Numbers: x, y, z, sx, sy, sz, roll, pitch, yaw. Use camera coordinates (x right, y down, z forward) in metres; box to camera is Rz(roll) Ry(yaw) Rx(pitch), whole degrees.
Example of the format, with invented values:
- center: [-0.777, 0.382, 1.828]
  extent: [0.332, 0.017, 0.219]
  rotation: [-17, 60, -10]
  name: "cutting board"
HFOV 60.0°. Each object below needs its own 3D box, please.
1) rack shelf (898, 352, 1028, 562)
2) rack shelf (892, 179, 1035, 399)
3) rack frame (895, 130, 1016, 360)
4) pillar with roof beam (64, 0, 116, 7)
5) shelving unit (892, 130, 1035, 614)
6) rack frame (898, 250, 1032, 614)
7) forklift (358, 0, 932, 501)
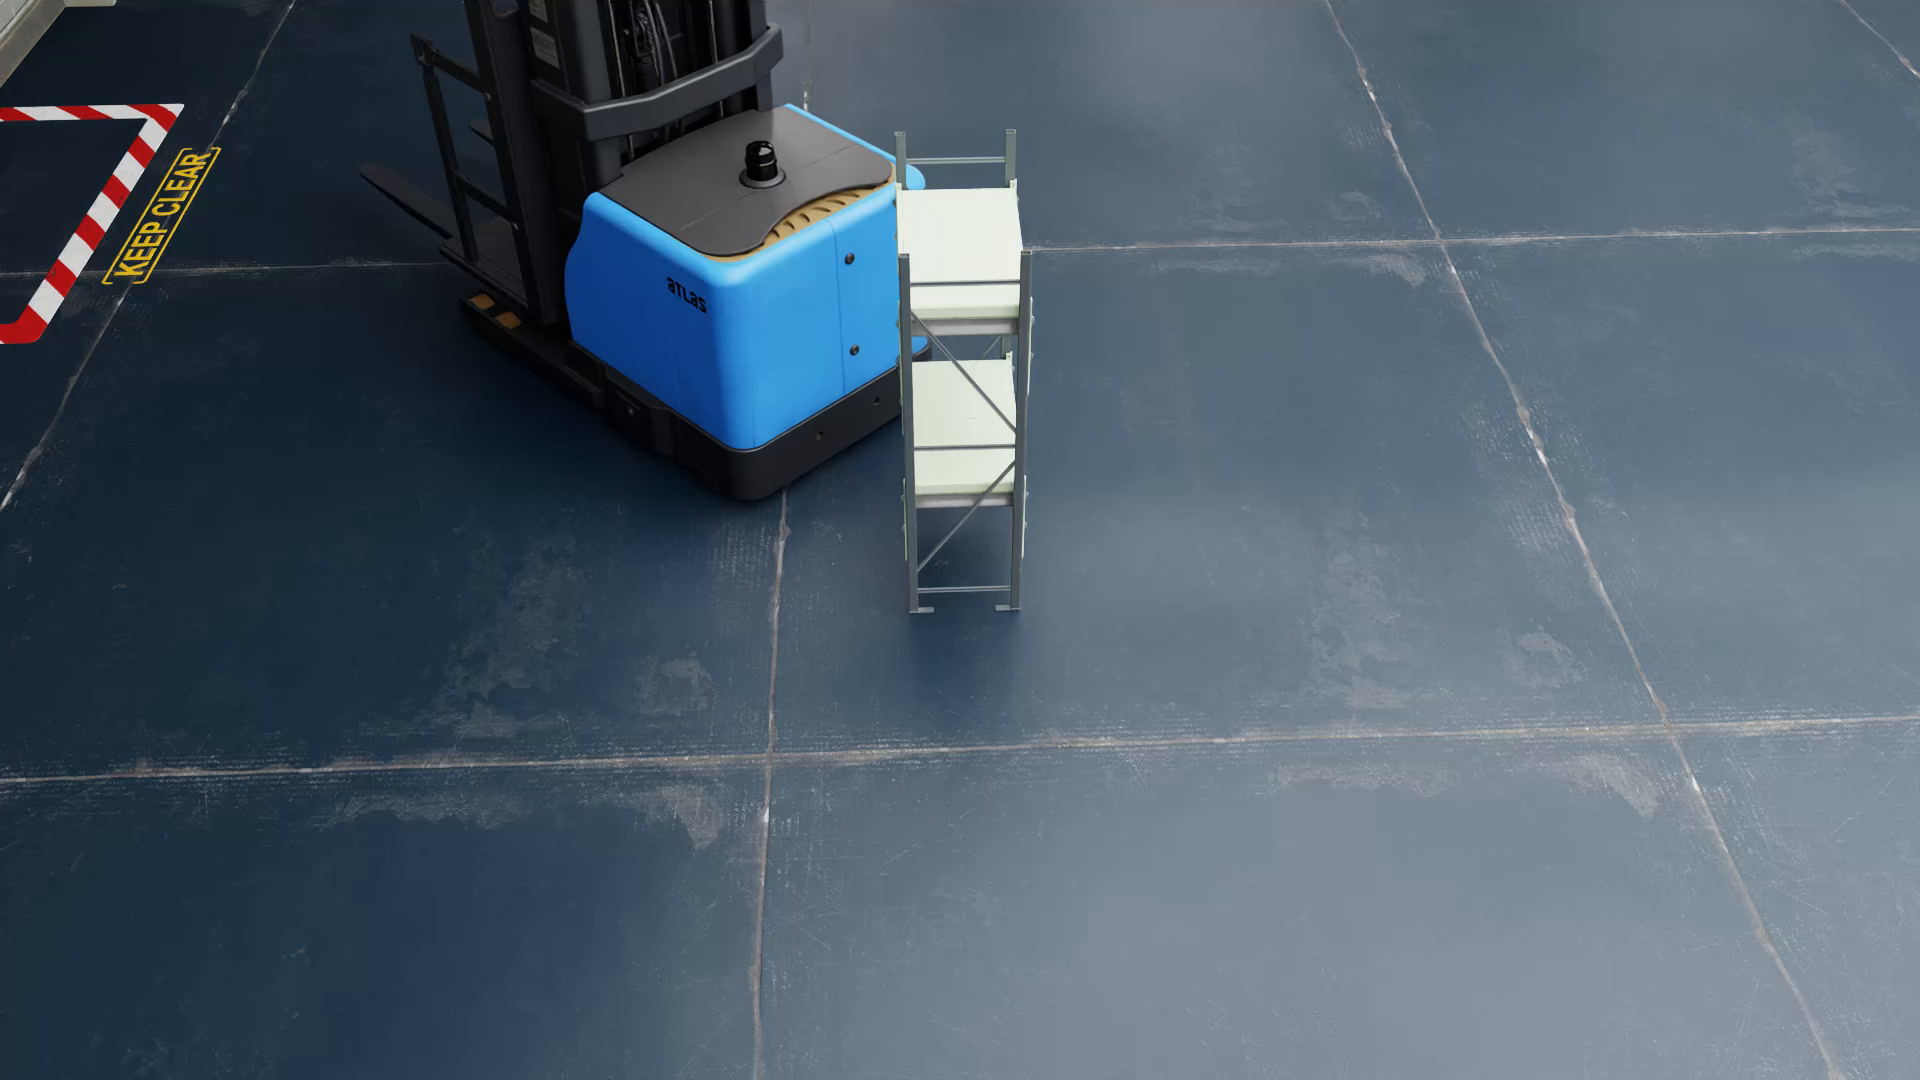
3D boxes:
- center: [0.000, -0.308, 5.959]
  extent: [0.431, 0.370, 0.720]
  rotation: [-2, 43, -2]
  name: "rack shelf"
- center: [0.000, -0.836, 5.475]
  extent: [0.431, 0.370, 0.720]
  rotation: [-2, 43, -2]
  name: "rack shelf"
- center: [-0.015, -0.795, 6.008]
  extent: [0.400, 1.500, 0.023]
  rotation: [-2, 43, -2]
  name: "rack frame"
- center: [-0.761, -6.662, 6.859]
  extent: [9.100, 9.000, 0.400]
  rotation: [-2, 43, -2]
  name: "pillar with roof beam"
- center: [0.000, -0.548, 5.738]
  extent: [0.431, 1.500, 0.755]
  rotation: [-2, 43, -2]
  name: "shelving unit"
- center: [0.016, -0.301, 5.469]
  extent: [0.400, 1.500, 0.023]
  rotation: [-2, 43, -2]
  name: "rack frame"
- center: [-1.519, -2.114, 6.387]
  extent: [3.031, 2.935, 1.130]
  rotation: [33, 52, 31]
  name: "forklift"
